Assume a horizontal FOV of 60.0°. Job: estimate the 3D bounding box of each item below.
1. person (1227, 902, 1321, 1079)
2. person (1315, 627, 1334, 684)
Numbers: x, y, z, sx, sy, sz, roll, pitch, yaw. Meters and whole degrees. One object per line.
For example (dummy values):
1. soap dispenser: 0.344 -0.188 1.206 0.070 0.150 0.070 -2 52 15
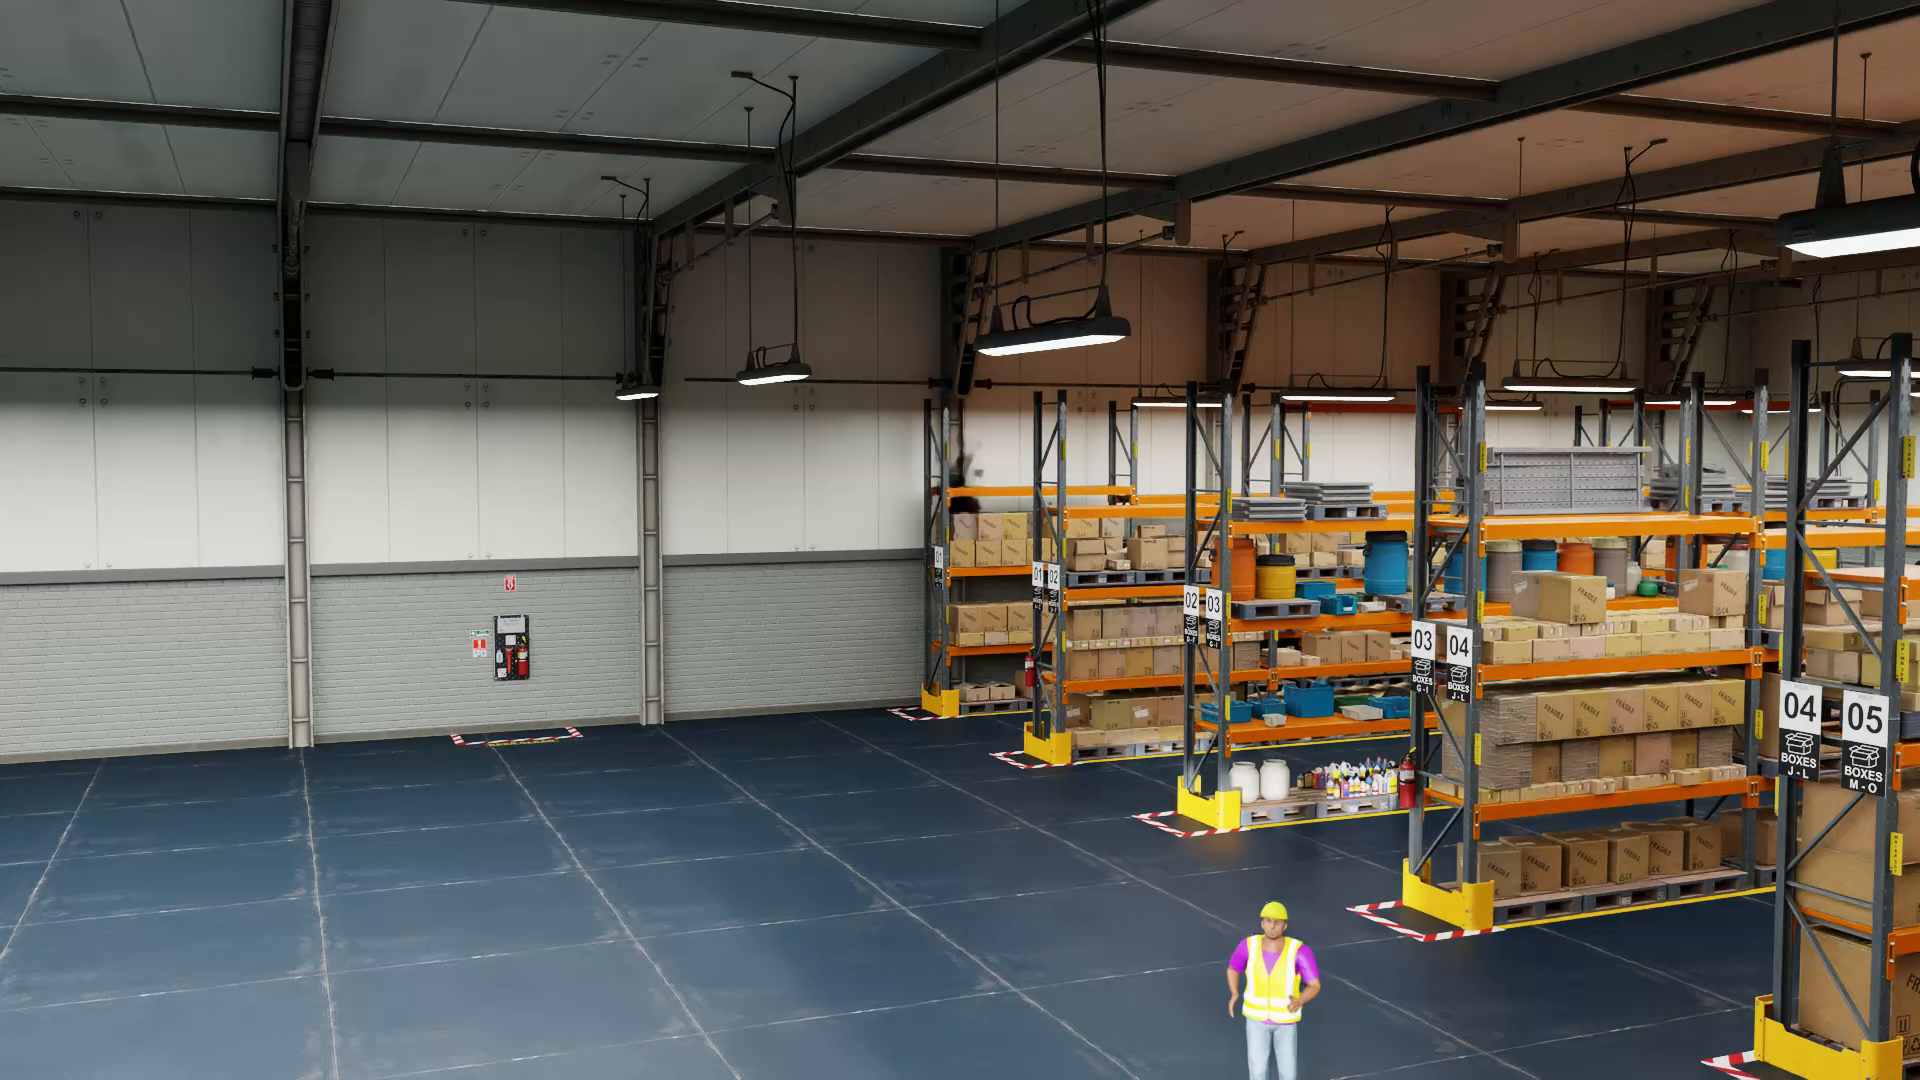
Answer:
1. person: 2.335 3.565 12.456 0.712 1.732 0.795 1 4 17
2. person: 6.970 2.461 31.871 0.568 1.648 0.570 -2 4 -33
